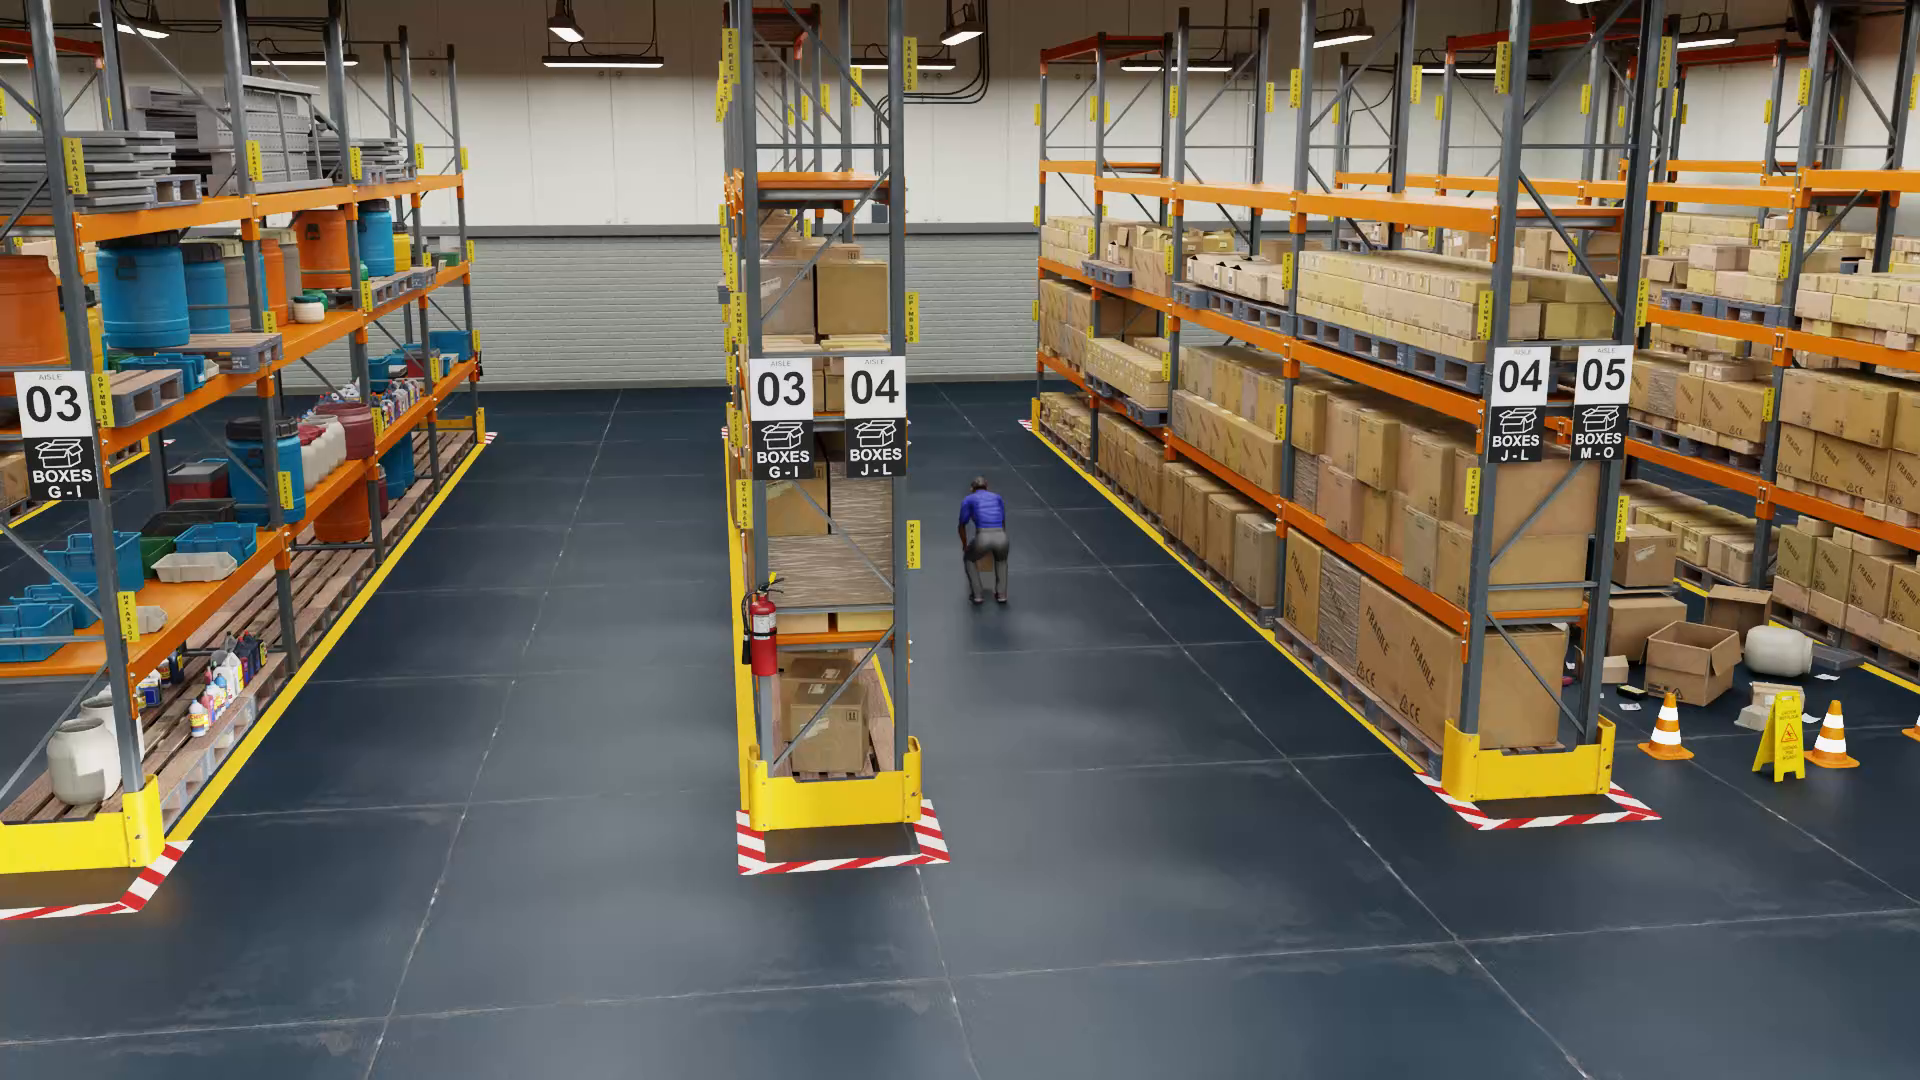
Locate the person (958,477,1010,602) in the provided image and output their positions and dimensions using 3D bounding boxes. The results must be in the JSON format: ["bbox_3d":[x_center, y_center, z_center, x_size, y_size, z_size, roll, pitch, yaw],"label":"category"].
[{"bbox_3d":[0.243,0.009,16.923,0.501,1.223,0.706,-2,13,-8],"label":"person"}]
